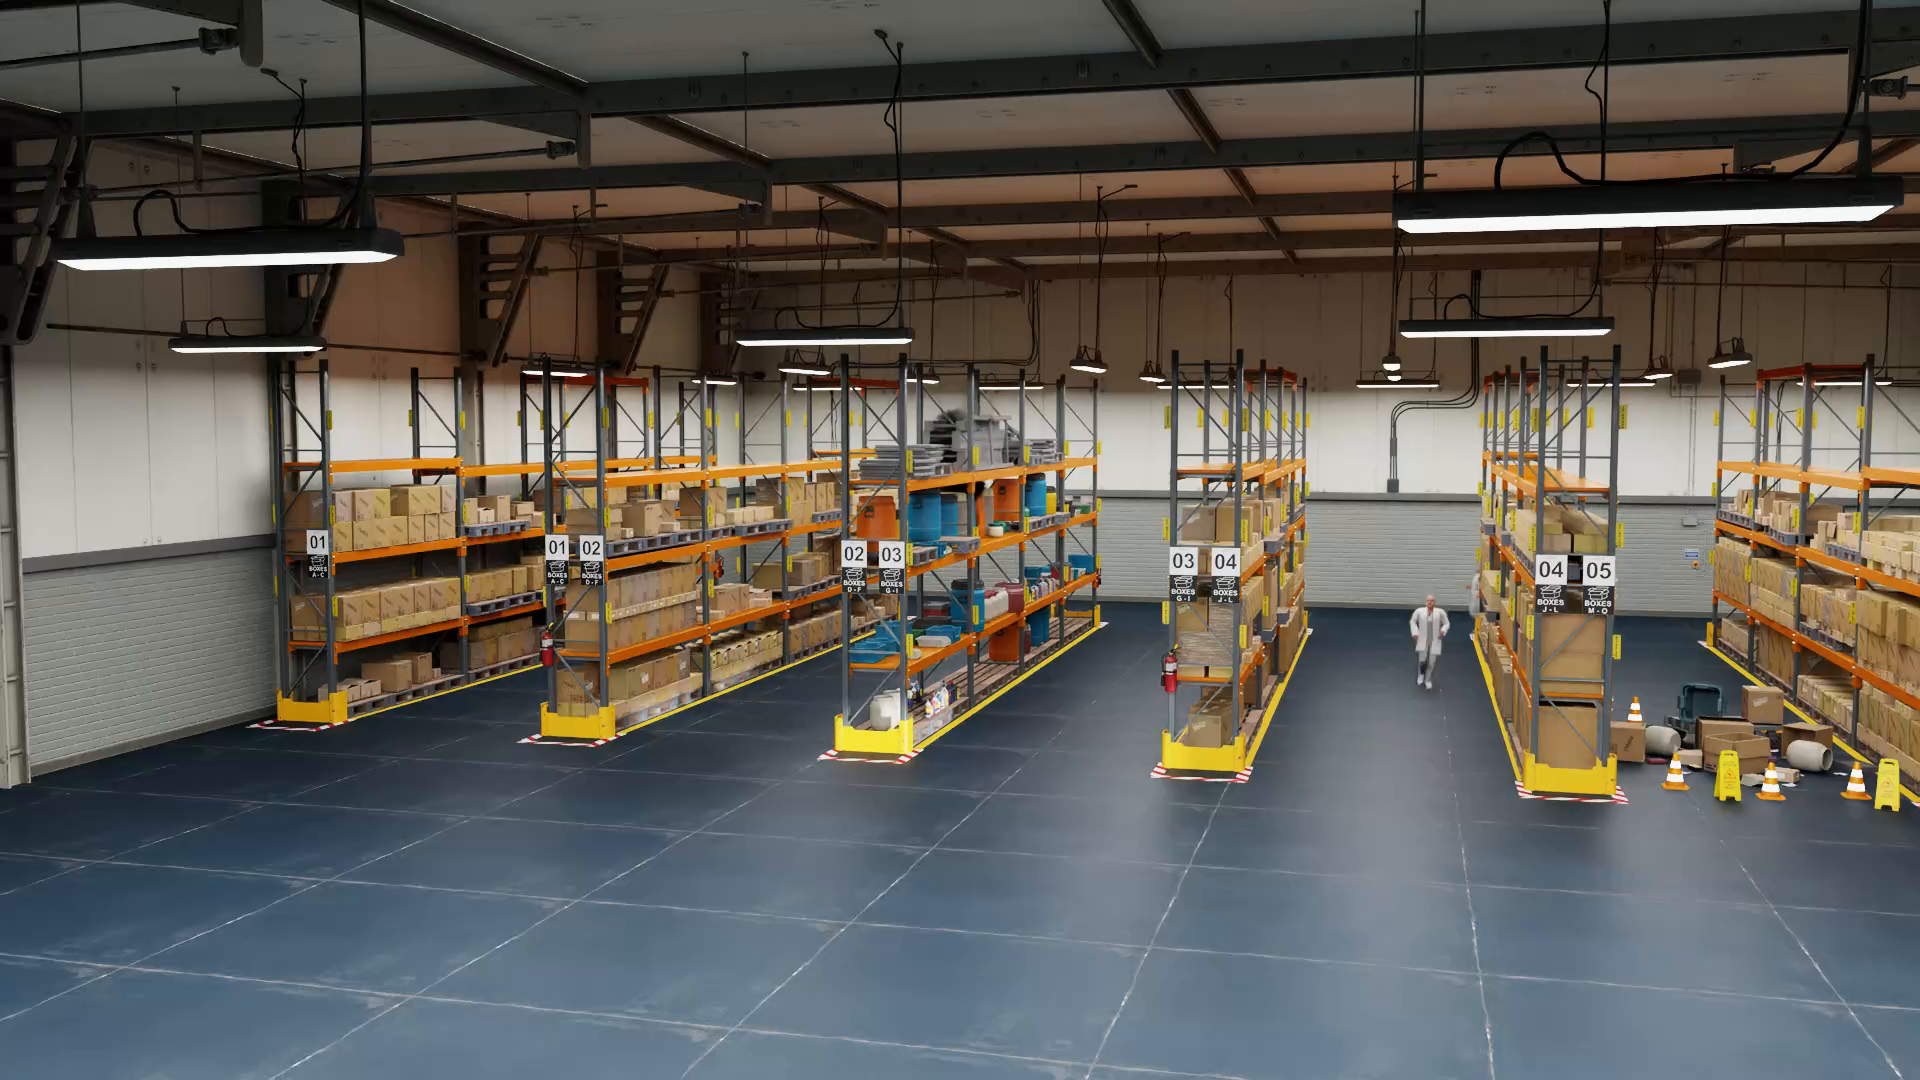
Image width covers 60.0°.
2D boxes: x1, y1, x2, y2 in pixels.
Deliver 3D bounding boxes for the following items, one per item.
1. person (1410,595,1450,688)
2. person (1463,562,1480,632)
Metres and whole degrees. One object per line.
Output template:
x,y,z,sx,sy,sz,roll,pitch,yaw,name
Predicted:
8.777,1.899,31.065,0.719,1.746,0.629,1,4,14,person
12.146,1.333,39.037,0.597,1.722,0.675,0,4,-1,person
